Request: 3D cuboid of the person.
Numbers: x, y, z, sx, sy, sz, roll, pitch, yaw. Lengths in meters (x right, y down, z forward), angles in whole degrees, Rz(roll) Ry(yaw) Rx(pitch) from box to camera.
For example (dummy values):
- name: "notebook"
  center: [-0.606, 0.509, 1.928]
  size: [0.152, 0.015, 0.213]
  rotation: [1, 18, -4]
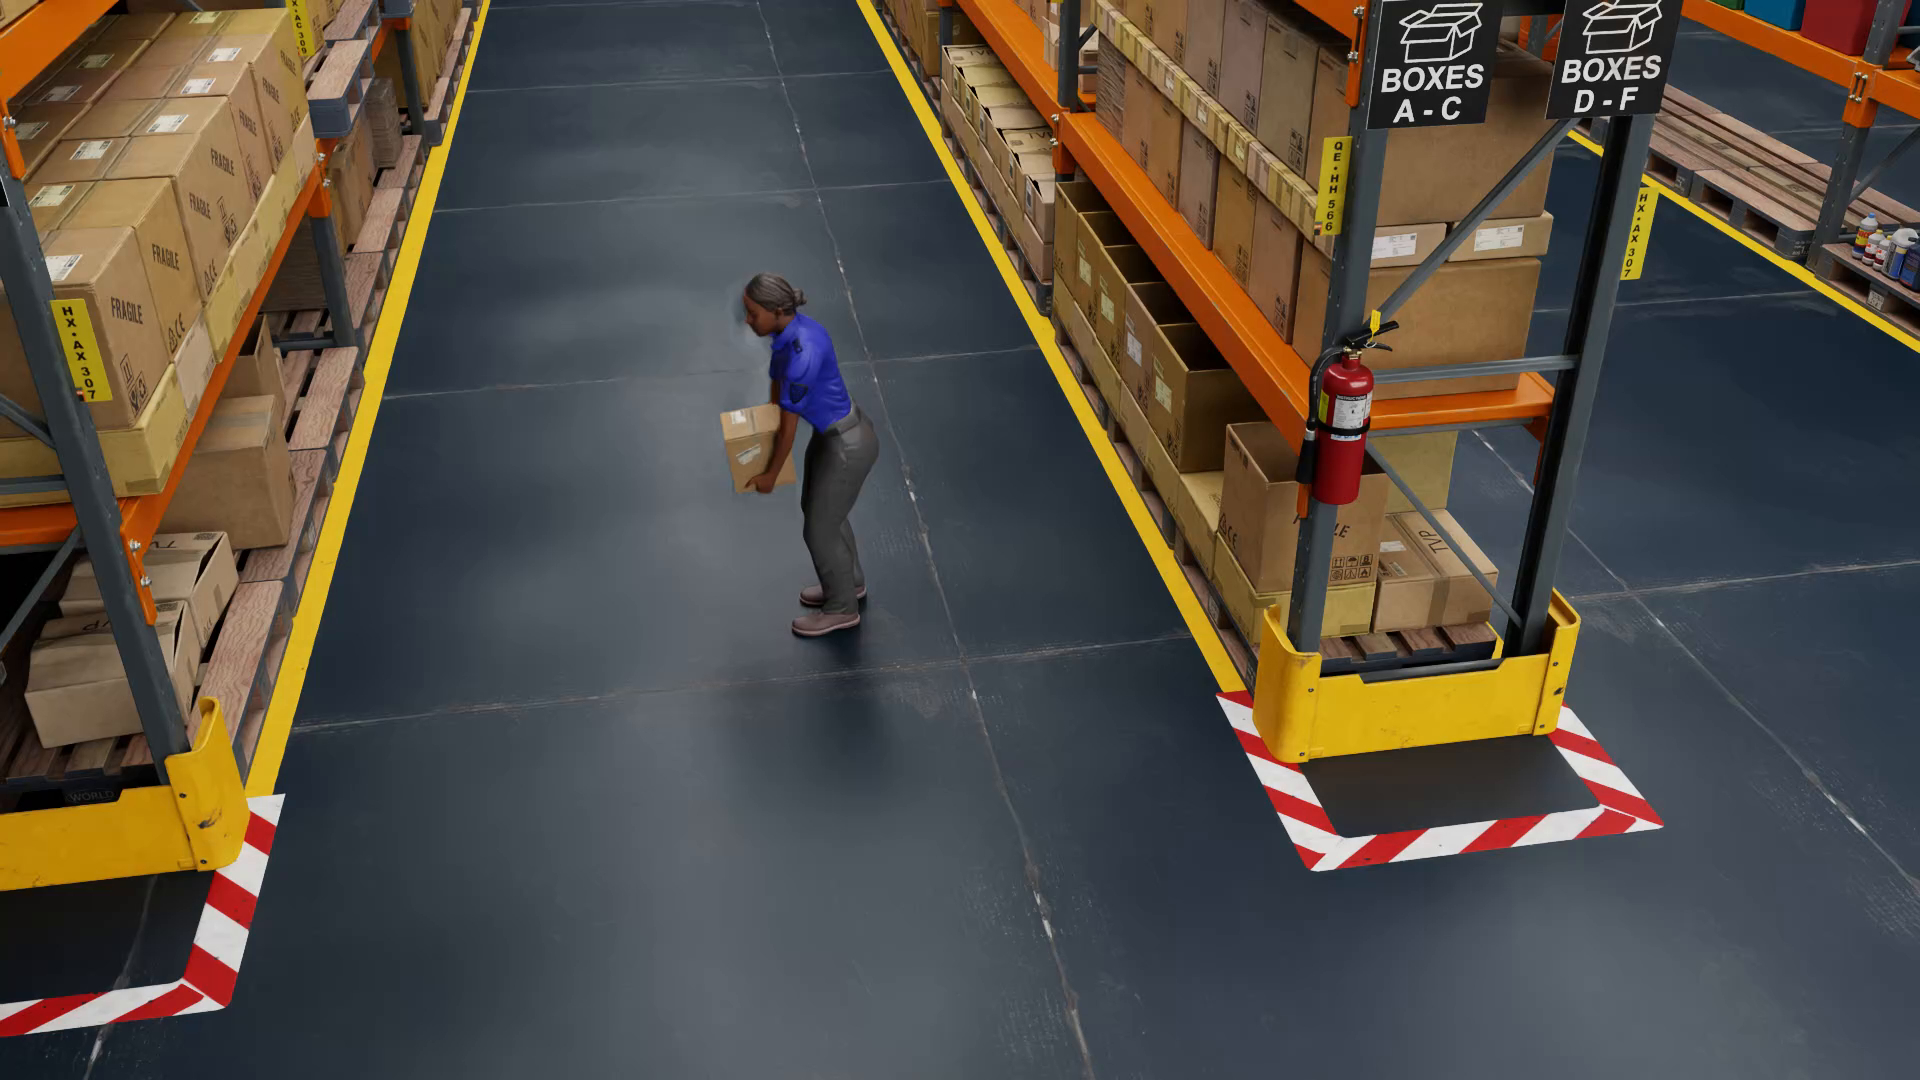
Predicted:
- name: "person"
  center: [-0.615, -0.353, 6.795]
  size: [0.560, 1.599, 0.413]
  rotation: [-6, 31, -10]
